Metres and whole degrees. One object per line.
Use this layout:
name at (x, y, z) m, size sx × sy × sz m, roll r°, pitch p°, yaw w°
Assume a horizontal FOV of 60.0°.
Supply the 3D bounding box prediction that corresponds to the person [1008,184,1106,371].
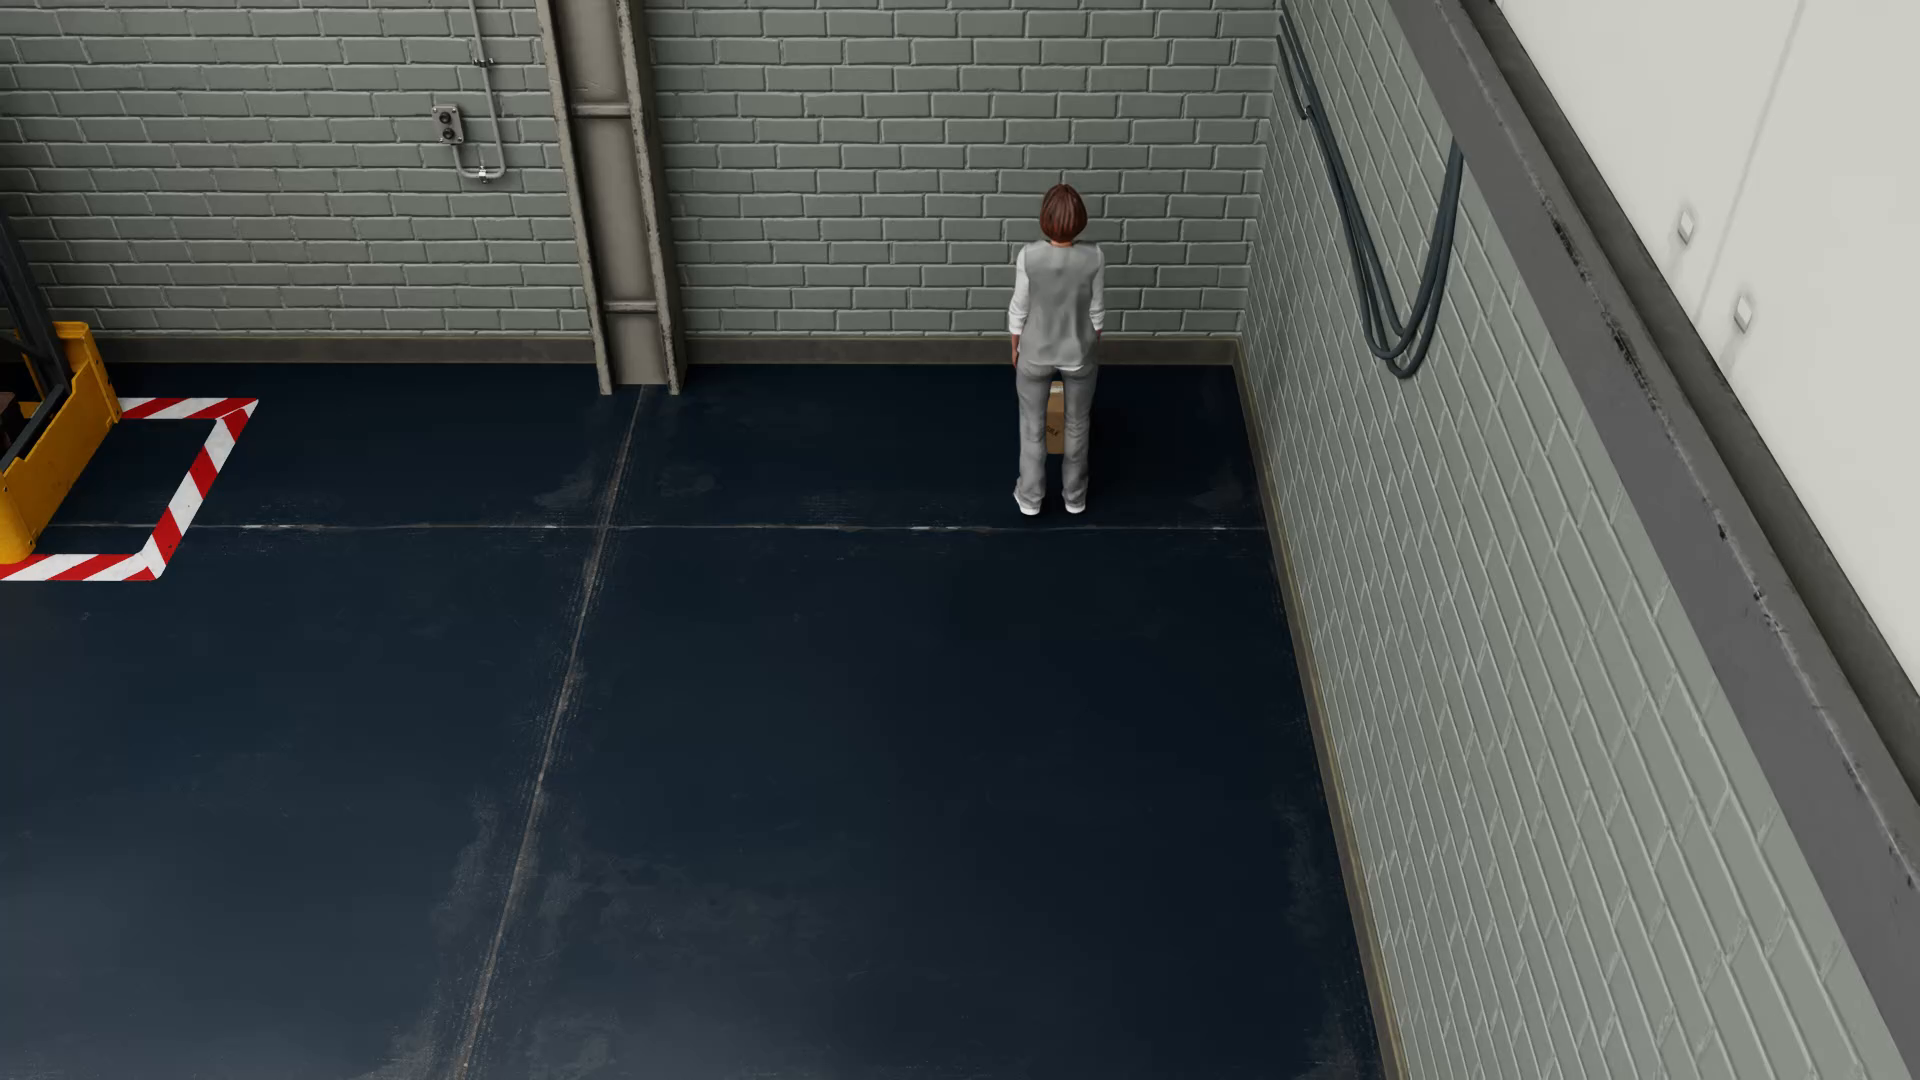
person at (0.406, -1.052, 6.891) m, size 0.408 × 0.928 × 0.278 m, roll 1°, pitch 40°, yaw 1°
